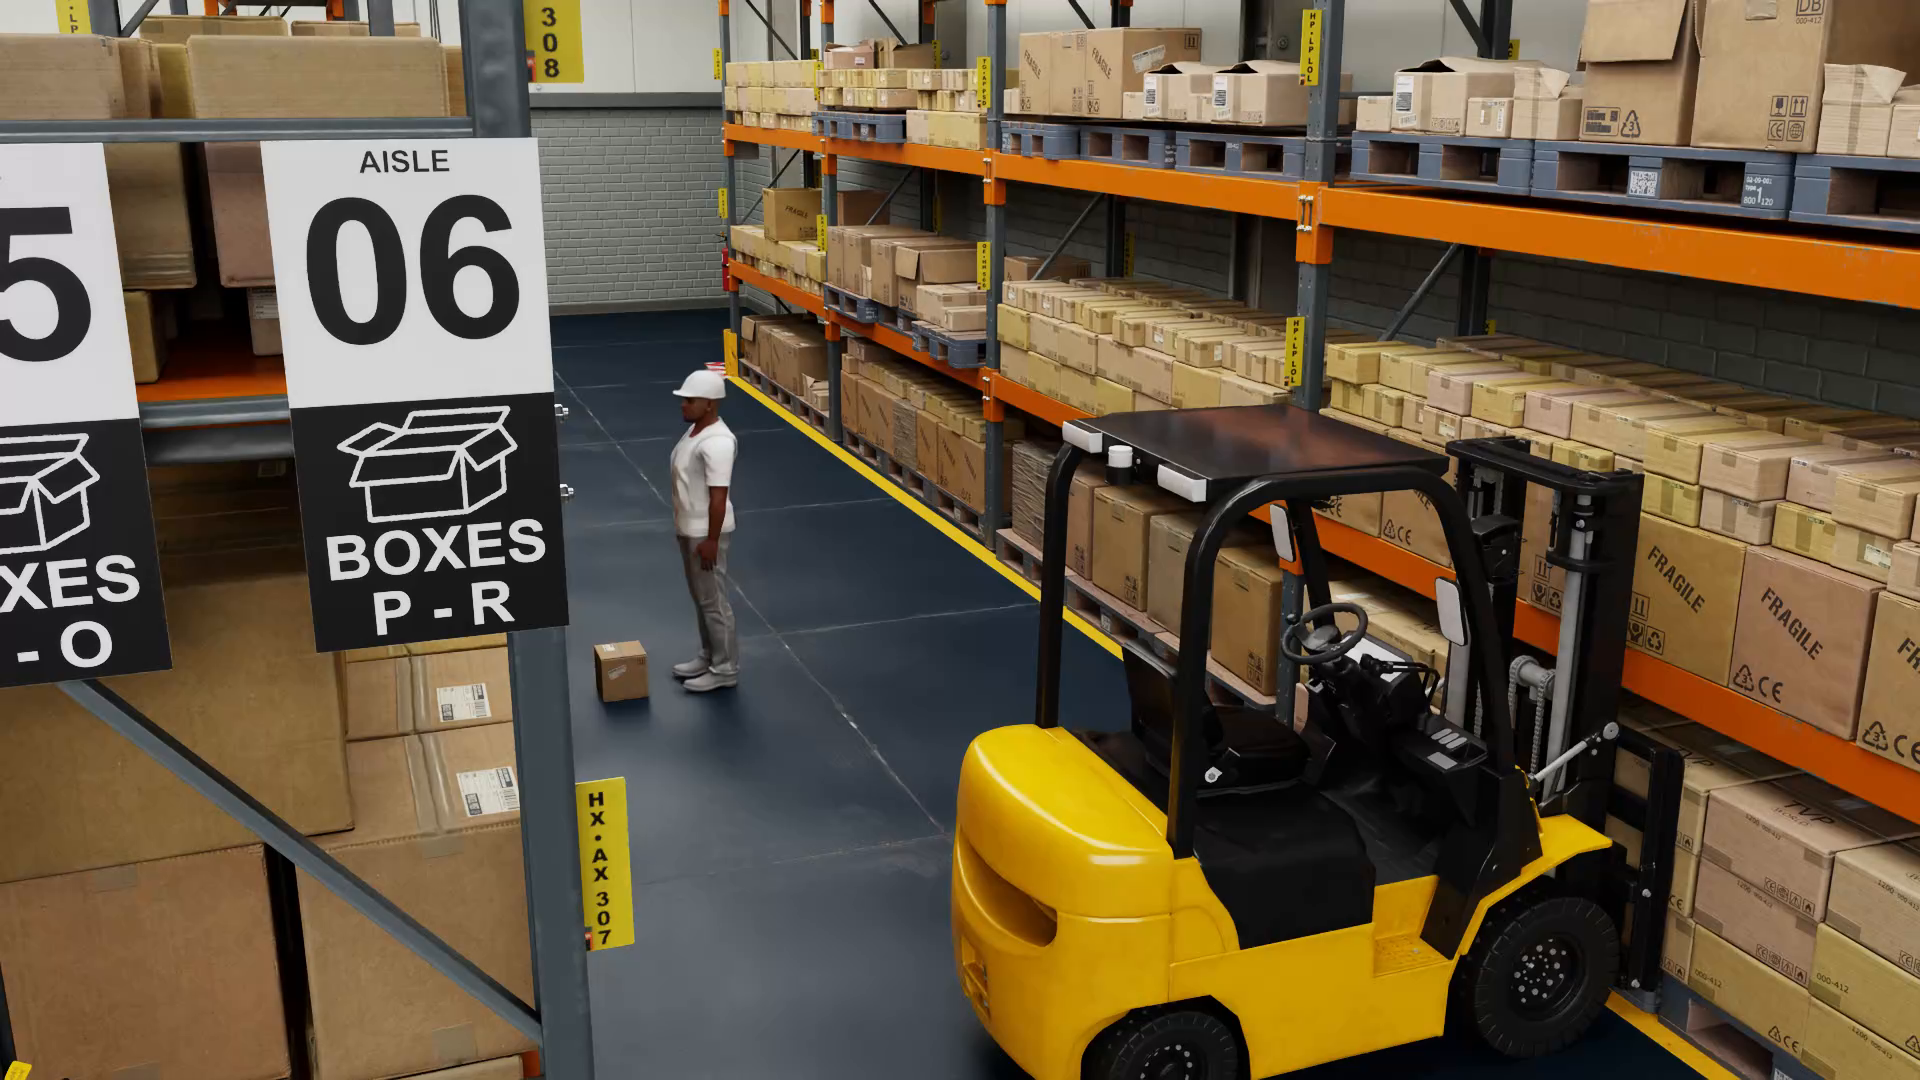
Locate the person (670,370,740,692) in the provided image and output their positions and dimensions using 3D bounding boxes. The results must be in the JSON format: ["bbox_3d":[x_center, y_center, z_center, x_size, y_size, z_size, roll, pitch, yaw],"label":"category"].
[{"bbox_3d":[-1.414,-0.055,9.154,0.368,1.766,0.562,-5,16,-19],"label":"person"}]
